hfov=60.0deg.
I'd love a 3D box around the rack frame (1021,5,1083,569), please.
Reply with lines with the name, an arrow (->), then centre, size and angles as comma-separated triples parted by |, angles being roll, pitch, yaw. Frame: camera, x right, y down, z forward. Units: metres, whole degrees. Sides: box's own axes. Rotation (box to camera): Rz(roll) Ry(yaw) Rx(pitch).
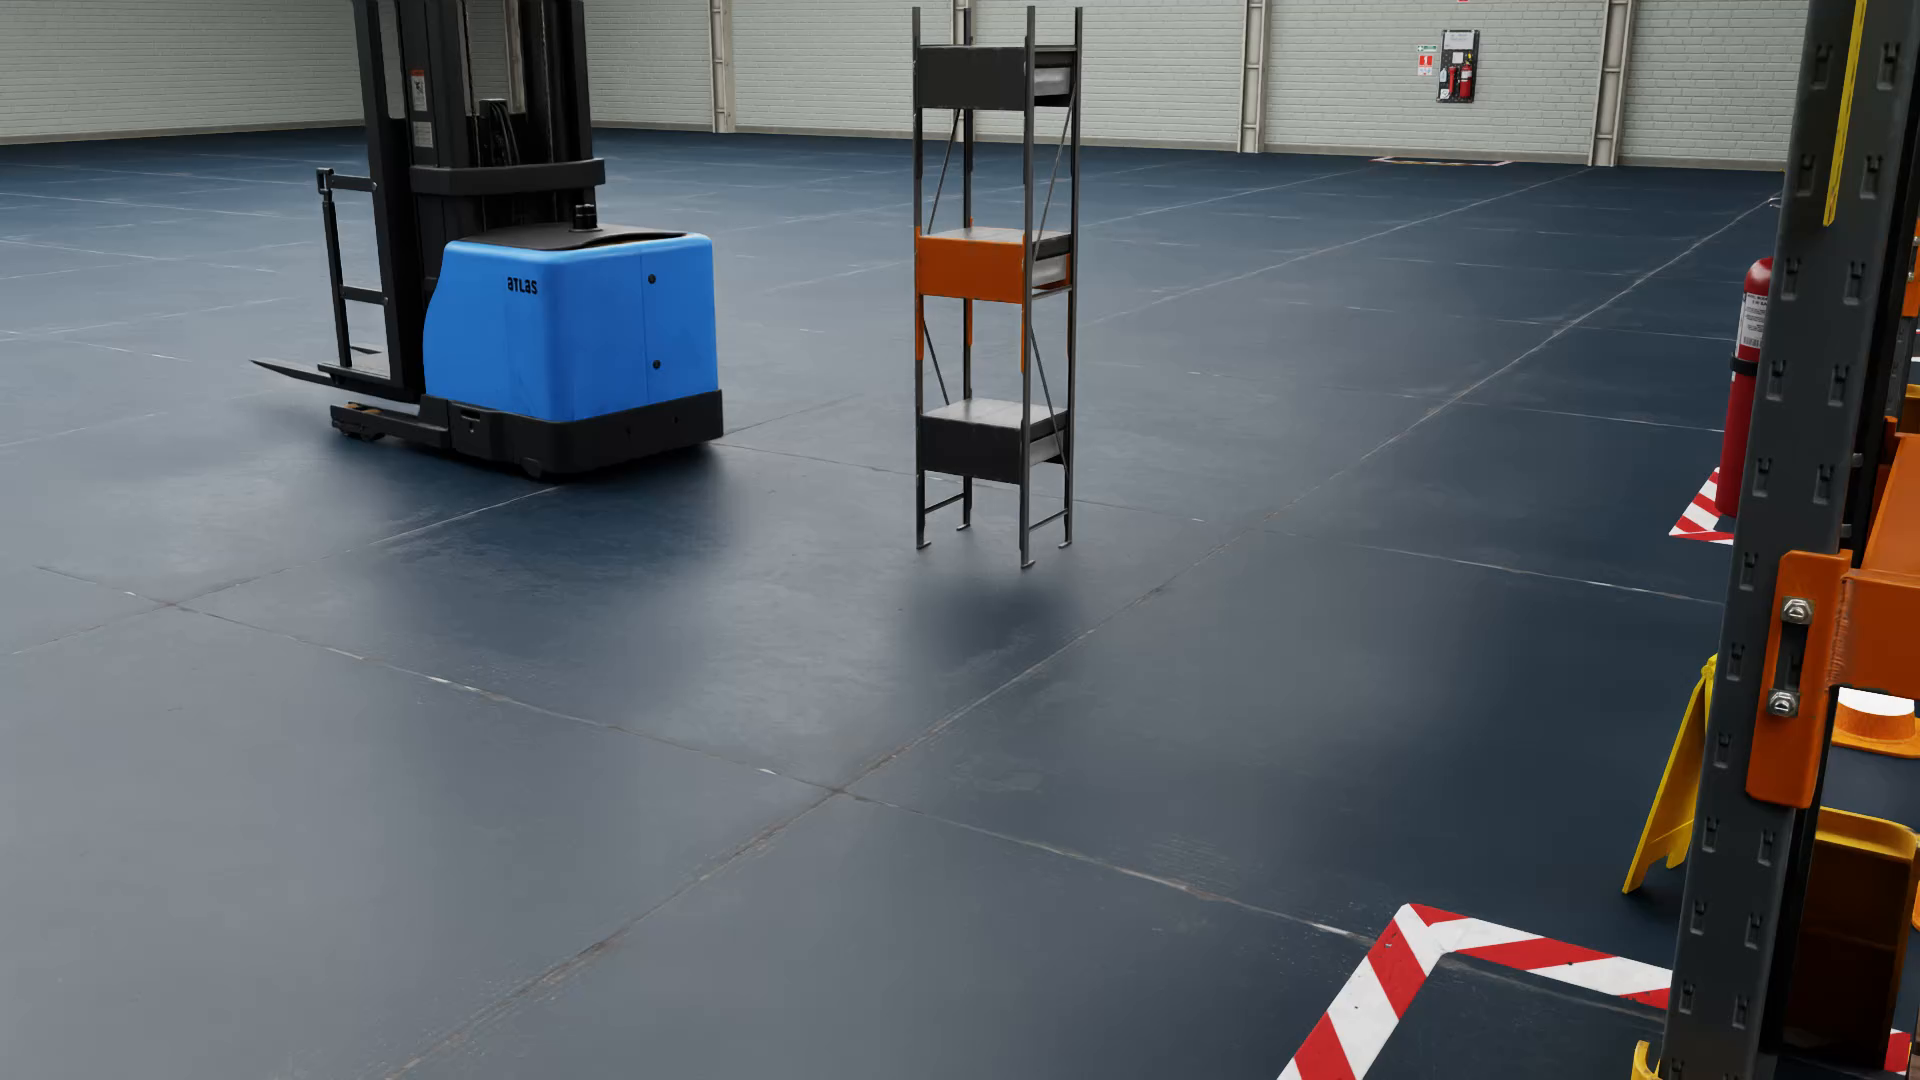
rack frame -> 0.349, -0.942, 6.371 | 0.015, 2.100, 0.400 | 10, 20, 30

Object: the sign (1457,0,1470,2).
sign -> 8.250, -8.955, 27.213 | 0.199, 0.298, 0.001 | 10, 20, 30

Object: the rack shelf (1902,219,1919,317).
rack shelf -> 5.600, -0.873, 5.831 | 4.000, 0.370, 1.077 | 10, 20, 30

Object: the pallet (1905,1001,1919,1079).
pallet -> 2.130, 1.198, 2.573 | 1.213, 0.211, 1.003 | 10, 20, 30

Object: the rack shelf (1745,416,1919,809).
rack shelf -> 3.095, 0.369, 1.744 | 4.000, 0.370, 1.077 | 10, 20, 30

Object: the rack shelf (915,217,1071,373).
rack shelf -> 0.141, -0.966, 6.497 | 0.480, 0.518, 0.431 | 10, 20, 30

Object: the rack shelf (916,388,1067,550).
rack shelf -> 0.141, -0.297, 6.701 | 0.480, 0.518, 0.431 | 10, 20, 30

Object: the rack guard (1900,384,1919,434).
rack guard -> 3.875, -0.329, 7.103 | 0.348, 0.500, 1.175 | 10, 20, 30

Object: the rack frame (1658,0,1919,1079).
rack frame -> 1.391, -0.280, 2.641 | 0.127, 3.000, 1.000 | 10, 20, 30

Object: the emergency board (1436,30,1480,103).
emergency board -> 8.205, -7.820, 27.465 | 0.643, 1.169, 0.194 | 10, 20, 30

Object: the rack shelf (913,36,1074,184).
rack shelf -> 0.141, -1.636, 6.294 | 0.480, 0.518, 0.431 | 10, 20, 30

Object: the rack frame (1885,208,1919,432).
rack frame -> 3.896, -1.521, 6.728 | 0.127, 3.000, 1.000 | 10, 20, 30

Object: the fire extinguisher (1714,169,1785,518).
fire extinguisher -> 1.535, -0.374, 3.085 | 0.183, 0.674, 0.296 | 10, 20, 30

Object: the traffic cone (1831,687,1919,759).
traffic cone -> 2.724, 0.353, 4.921 | 0.334, 0.463, 0.336 | 10, 20, 30

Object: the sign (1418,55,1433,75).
sign -> 7.788, -7.947, 27.820 | 0.234, 0.329, 0.001 | 10, 20, 30

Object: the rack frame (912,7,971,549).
rack frame -> -0.067, -1.017, 6.615 | 0.015, 2.100, 0.400 | 10, 20, 30

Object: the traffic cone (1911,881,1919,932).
traffic cone -> 2.433, 0.680, 3.846 | 0.334, 0.463, 0.336 | 10, 20, 30

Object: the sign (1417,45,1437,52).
sign -> 7.787, -8.197, 27.734 | 0.331, 0.109, 0.001 | 10, 20, 30

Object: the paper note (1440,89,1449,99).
paper note -> 8.090, -7.443, 27.738 | 0.142, 0.148, 0.016 | 10, 20, 30

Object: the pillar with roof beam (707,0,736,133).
pillar with roof beam -> -7.300, -11.977, 30.828 | 0.400, 9.000, 9.100 | 10, 20, 30

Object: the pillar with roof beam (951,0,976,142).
pillar with roof beam -> -2.188, -11.064, 27.823 | 0.400, 9.000, 9.100 | 10, 20, 30

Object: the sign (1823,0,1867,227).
sign -> 1.107, -0.559, 2.073 | 0.005, 0.325, 0.100 | 10, 20, 30

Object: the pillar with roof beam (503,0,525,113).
pillar with roof beam -> -12.413, -12.890, 33.832 | 0.400, 9.000, 9.100 | 10, 20, 30

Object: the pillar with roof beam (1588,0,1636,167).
pillar with roof beam -> 8.038, -9.239, 21.814 | 0.400, 9.000, 9.100 | 10, 20, 30

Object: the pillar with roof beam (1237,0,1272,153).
pillar with roof beam -> 2.925, -10.152, 24.819 | 0.400, 9.000, 9.100 | 10, 20, 30

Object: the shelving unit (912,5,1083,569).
shelving unit -> 0.141, -0.979, 6.493 | 0.503, 2.100, 0.431 | 10, 20, 30

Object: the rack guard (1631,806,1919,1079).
rack guard -> 1.456, 0.928, 2.966 | 0.348, 0.500, 1.175 | 10, 20, 30

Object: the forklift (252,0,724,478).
forklift -> -2.656, -2.018, 8.482 | 3.031, 2.935, 1.130 | 13, 21, 37

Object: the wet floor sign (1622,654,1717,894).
wet floor sign -> 1.789, 0.553, 3.951 | 0.267, 0.644, 0.232 | -13, 21, -37
